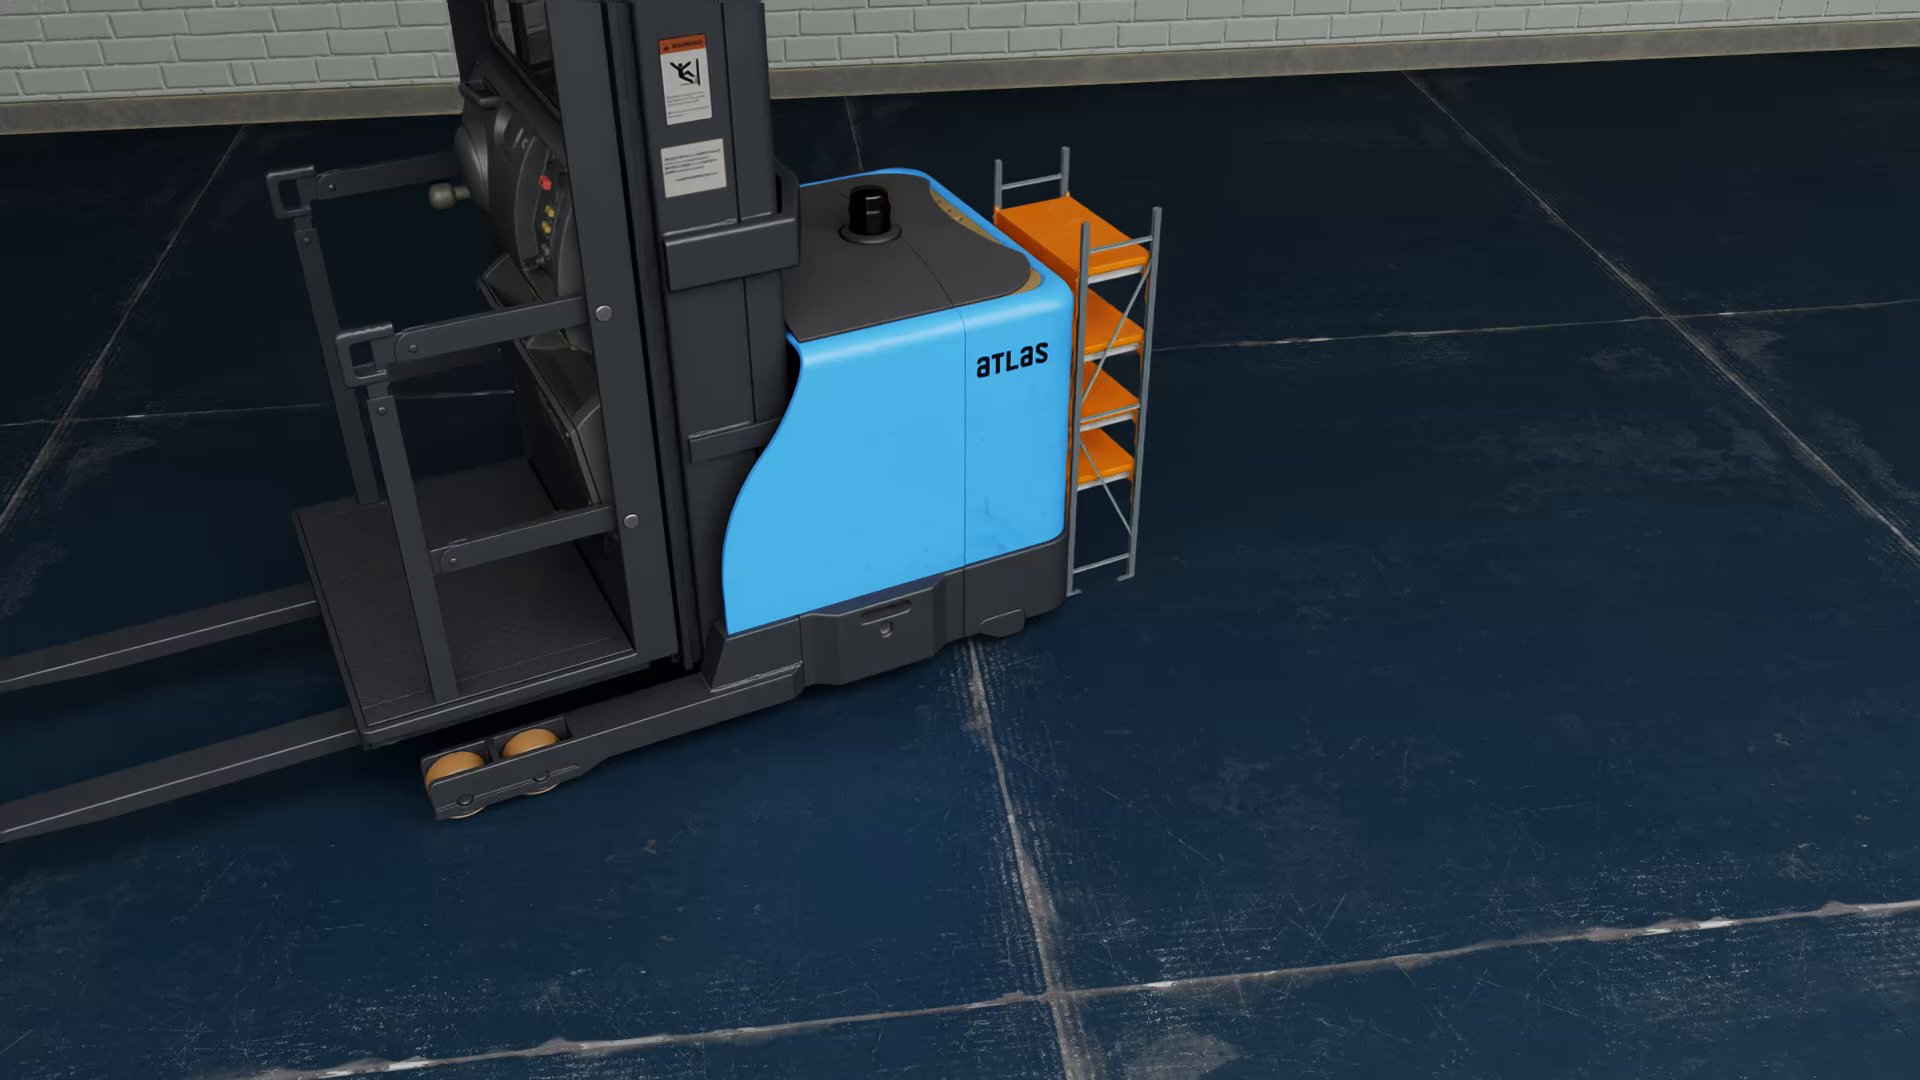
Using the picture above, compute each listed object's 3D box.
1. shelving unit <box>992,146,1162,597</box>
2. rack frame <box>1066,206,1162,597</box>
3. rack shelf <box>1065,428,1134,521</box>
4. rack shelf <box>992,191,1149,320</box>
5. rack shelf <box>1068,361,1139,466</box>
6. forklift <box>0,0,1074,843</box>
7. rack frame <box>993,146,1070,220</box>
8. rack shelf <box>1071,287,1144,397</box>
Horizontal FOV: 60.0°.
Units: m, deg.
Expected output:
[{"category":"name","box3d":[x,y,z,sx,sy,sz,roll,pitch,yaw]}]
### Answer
[{"category":"shelving unit","box3d":[0.314,-0.480,4.888,0.258,1.200,0.503,-16,37,-22]},{"category":"rack frame","box3d":[0.424,-0.357,4.708,0.240,1.200,0.015,-16,37,-22]},{"category":"rack shelf","box3d":[0.313,-0.260,5.037,0.258,0.148,0.480,-16,37,-22]},{"category":"rack shelf","box3d":[0.315,-0.805,4.667,0.258,0.148,0.480,-16,37,-22]},{"category":"rack shelf","box3d":[0.313,-0.424,4.926,0.258,0.148,0.480,-16,37,-22]},{"category":"forklift","box3d":[-1.239,-0.848,3.891,3.031,2.935,1.130,-16,37,-22]},{"category":"rack frame","box3d":[0.203,-0.602,5.068,0.240,1.200,0.015,-16,37,-22]},{"category":"rack shelf","box3d":[0.314,-0.609,4.800,0.258,0.148,0.480,-16,37,-22]}]
